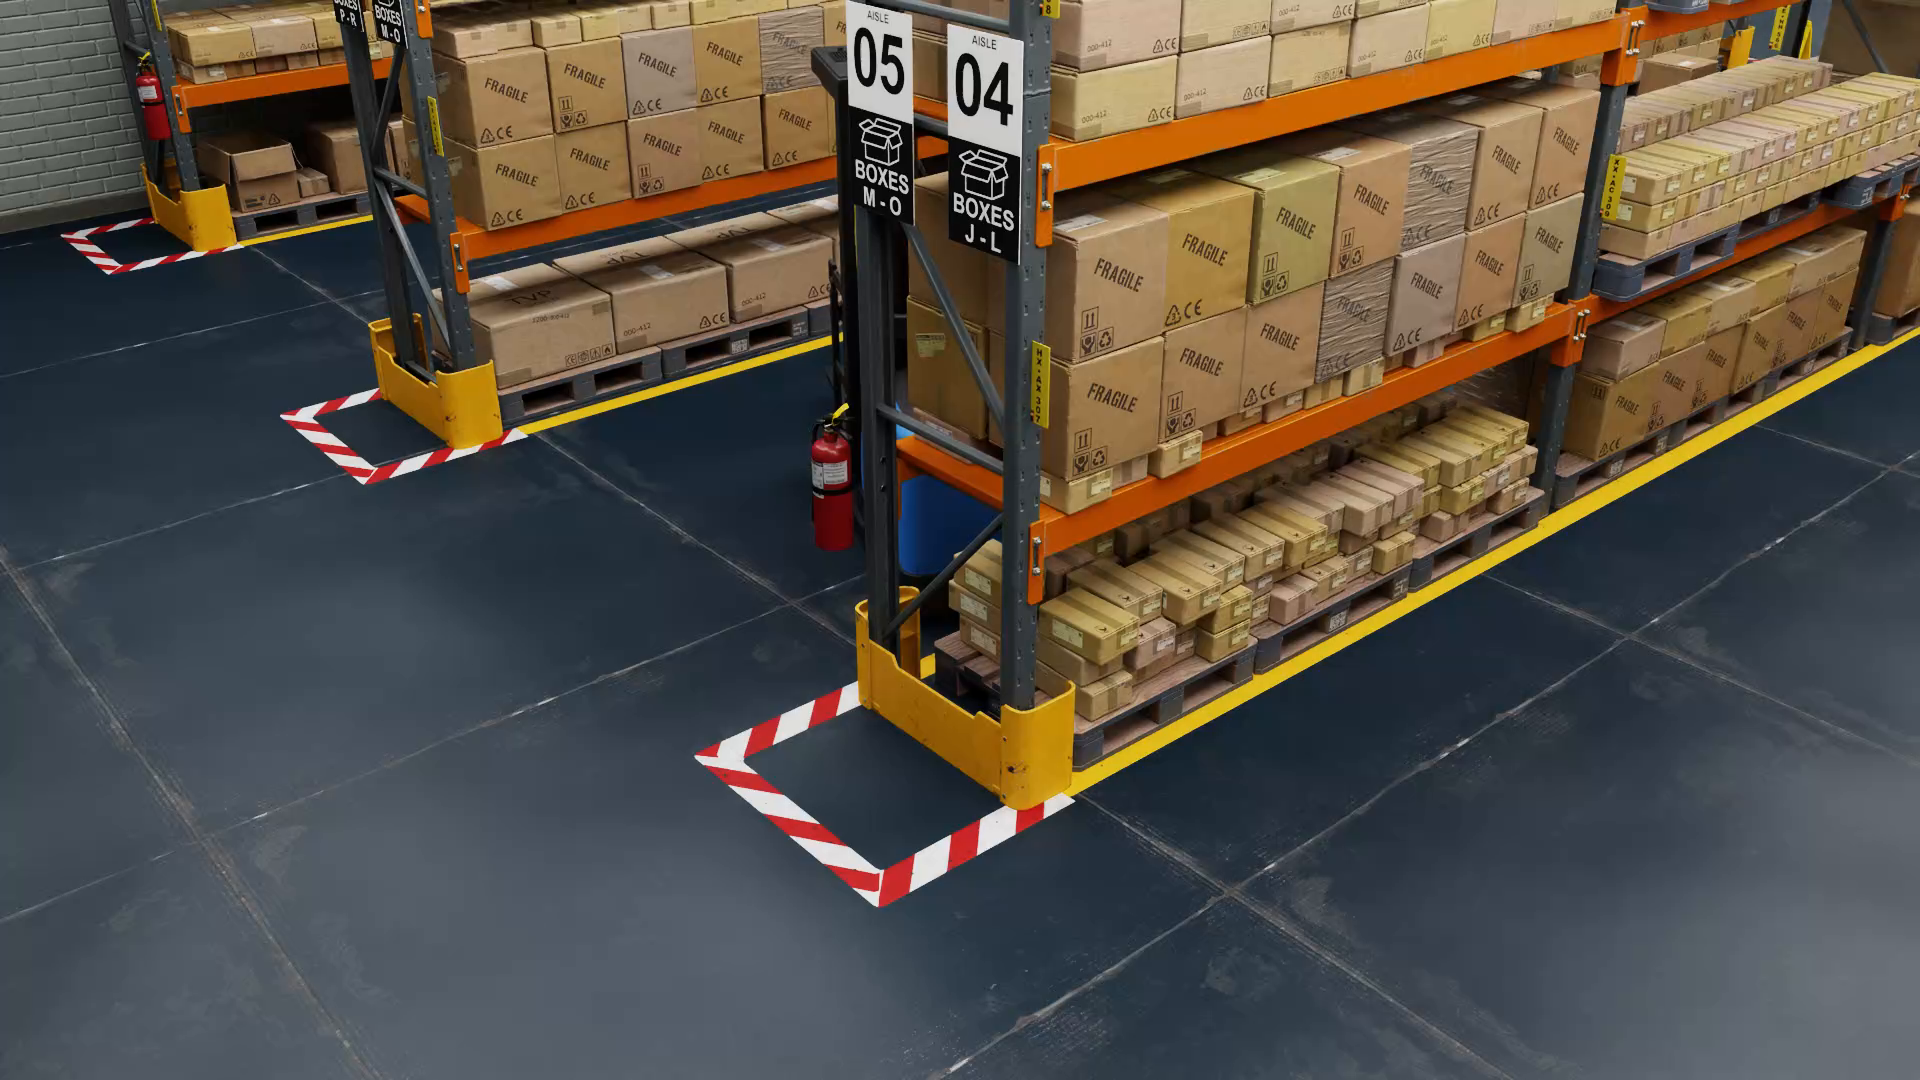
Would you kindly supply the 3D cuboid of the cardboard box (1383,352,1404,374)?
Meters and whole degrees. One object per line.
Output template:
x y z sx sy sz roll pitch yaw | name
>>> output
1.929 -0.936 8.085 0.250 0.149 0.380 -23 35 -36 | cardboard box

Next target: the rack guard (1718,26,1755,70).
8.771 -5.908 19.774 0.348 0.500 1.175 -22 35 -35 | rack guard

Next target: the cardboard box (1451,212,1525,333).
2.409 -1.386 8.239 0.500 0.500 0.500 -23 36 -36 | cardboard box

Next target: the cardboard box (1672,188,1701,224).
3.783 -1.860 9.053 0.250 0.149 0.380 -23 36 -36 | cardboard box

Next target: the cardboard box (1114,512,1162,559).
0.766 -0.075 8.157 0.250 0.149 0.380 -24 36 -37 | cardboard box

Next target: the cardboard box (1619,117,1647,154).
3.769 -2.389 9.728 0.250 0.149 0.380 -22 35 -35 | cardboard box

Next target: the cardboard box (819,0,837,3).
-0.976 -3.727 11.186 0.250 0.149 0.380 -22 35 -35 | cardboard box

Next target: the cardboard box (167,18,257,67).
-6.048 -4.025 13.442 0.500 0.250 0.500 -22 35 -35 | cardboard box

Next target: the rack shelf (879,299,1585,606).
1.468 -0.689 8.121 4.000 0.370 1.077 -22 35 -35 | rack shelf

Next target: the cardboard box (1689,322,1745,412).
4.515 -1.160 10.444 0.500 0.500 0.500 -21 35 -34 | cardboard box

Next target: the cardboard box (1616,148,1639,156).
3.759 -2.258 9.798 0.250 0.149 0.380 -23 36 -36 | cardboard box

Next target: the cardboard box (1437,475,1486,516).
2.566 -0.292 8.877 0.250 0.149 0.380 -23 36 -37 | cardboard box

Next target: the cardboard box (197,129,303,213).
-6.041 -3.155 14.174 0.637 0.503 0.797 -24 36 -37 | cardboard box

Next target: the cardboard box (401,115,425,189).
-3.148 -2.425 10.500 0.500 0.500 0.500 -22 35 -35 | cardboard box

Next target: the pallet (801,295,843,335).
-0.930 -1.928 12.634 1.213 0.211 1.003 -22 35 -35 | pallet

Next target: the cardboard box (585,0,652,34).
-2.114 -3.250 10.293 0.250 0.149 0.380 -22 35 -34 | cardboard box

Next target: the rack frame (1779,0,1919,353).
6.032 -2.842 11.386 0.127 3.000 1.000 -22 35 -35 | rack frame

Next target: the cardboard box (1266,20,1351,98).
1.241 -2.019 6.822 0.500 0.250 0.500 -23 36 -36 | cardboard box

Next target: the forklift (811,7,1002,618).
-0.162 -1.579 9.096 1.130 2.935 3.031 -7 29 -13 | forklift

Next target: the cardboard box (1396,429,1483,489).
2.534 -0.435 8.830 0.250 0.149 0.380 -22 35 -35 | cardboard box

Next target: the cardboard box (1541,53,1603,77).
6.410 -5.197 17.468 0.500 0.500 0.500 -20 34 -33 | cardboard box

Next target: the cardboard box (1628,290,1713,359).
4.126 -1.327 9.962 0.500 0.250 0.500 -21 34 -34 | cardboard box

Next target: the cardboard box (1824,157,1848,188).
5.174 -2.289 10.171 0.250 0.149 0.380 -24 36 -37 | cardboard box

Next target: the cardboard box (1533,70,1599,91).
6.410 -4.866 17.645 0.500 0.250 0.500 -24 36 -37 | cardboard box

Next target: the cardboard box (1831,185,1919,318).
6.554 -2.189 12.105 0.750 0.750 1.050 -22 35 -36 | cardboard box

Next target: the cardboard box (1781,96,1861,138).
5.177 -2.554 10.036 0.250 0.149 0.380 -22 35 -35 | cardboard box

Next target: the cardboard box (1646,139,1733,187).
3.992 -2.076 9.142 0.250 0.149 0.380 -22 35 -35 | cardboard box

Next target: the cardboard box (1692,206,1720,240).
3.987 -1.810 9.276 0.250 0.149 0.380 -22 35 -35 | cardboard box

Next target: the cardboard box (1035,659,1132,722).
0.553 0.632 7.464 0.250 0.149 0.380 -21 35 -34 | cardboard box

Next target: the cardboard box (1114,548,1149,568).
0.828 0.077 8.186 0.250 0.149 0.380 -22 35 -35 | cardboard box

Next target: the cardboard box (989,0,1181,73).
0.456 -1.916 6.099 0.500 0.250 0.500 -21 35 -34 | cardboard box

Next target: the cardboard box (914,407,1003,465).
0.011 -0.485 7.242 0.250 0.149 0.380 -22 35 -35 | cardboard box

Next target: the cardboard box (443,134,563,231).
-2.792 -2.227 10.128 0.500 0.500 0.500 -22 35 -35 | cardboard box

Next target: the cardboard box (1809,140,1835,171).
4.972 -2.338 9.948 0.250 0.149 0.380 -21 35 -34 | cardboard box

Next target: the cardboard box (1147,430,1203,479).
0.812 -0.421 7.123 0.250 0.149 0.380 -23 36 -36 | cardboard box

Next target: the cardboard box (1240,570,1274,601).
1.291 0.153 8.045 0.250 0.149 0.380 -24 36 -37 | cardboard box

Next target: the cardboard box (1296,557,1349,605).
1.721 0.154 8.359 0.250 0.149 0.380 -22 35 -35 | cardboard box

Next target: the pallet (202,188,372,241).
-5.904 -2.955 14.556 1.213 0.211 1.003 -22 35 -35 | pallet

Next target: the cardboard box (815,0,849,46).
-0.871 -3.452 11.360 0.500 0.500 0.500 -22 35 -36 | cardboard box

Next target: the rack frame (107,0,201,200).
-6.568 -3.917 13.398 0.127 3.000 1.000 -22 35 -35 | rack frame

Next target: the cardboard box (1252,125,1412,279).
1.635 -1.518 7.426 0.500 0.500 0.500 -23 36 -36 | cardboard box

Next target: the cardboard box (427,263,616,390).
-2.906 -1.432 11.019 0.875 0.438 0.875 -23 36 -37 | cardboard box

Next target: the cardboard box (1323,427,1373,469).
2.001 -0.532 9.010 0.250 0.149 0.380 -23 36 -36 | cardboard box

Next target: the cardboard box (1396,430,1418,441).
2.372 -0.572 9.401 0.250 0.149 0.380 -22 35 -35 | cardboard box

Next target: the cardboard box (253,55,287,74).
-5.799 -3.996 13.812 0.250 0.149 0.380 -22 35 -36 | cardboard box

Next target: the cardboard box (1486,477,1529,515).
2.912 -0.304 9.216 0.250 0.149 0.380 -21 35 -34 | cardboard box

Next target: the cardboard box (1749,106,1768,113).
4.937 -2.728 10.678 0.250 0.149 0.380 -22 35 -35 | cardboard box

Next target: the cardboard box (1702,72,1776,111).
4.961 -2.870 10.627 0.250 0.149 0.380 -24 36 -37 | cardboard box

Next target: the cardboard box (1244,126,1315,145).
1.309 -1.721 7.804 0.500 0.500 0.500 -23 36 -37 | cardboard box

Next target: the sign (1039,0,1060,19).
0.299 -1.909 5.529 0.005 0.325 0.100 -22 35 -35 | sign

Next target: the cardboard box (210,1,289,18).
-5.997 -4.376 14.099 0.500 0.250 0.500 -22 35 -35 | cardboard box

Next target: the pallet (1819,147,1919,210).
5.559 -2.501 10.952 1.003 0.211 1.213 -22 35 -35 | pallet

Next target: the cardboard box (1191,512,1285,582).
1.324 0.031 7.958 0.250 0.149 0.380 -20 34 -33 | cardboard box

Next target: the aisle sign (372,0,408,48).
-3.210 -3.159 9.221 0.004 0.787 0.394 -22 35 -35 | aisle sign
